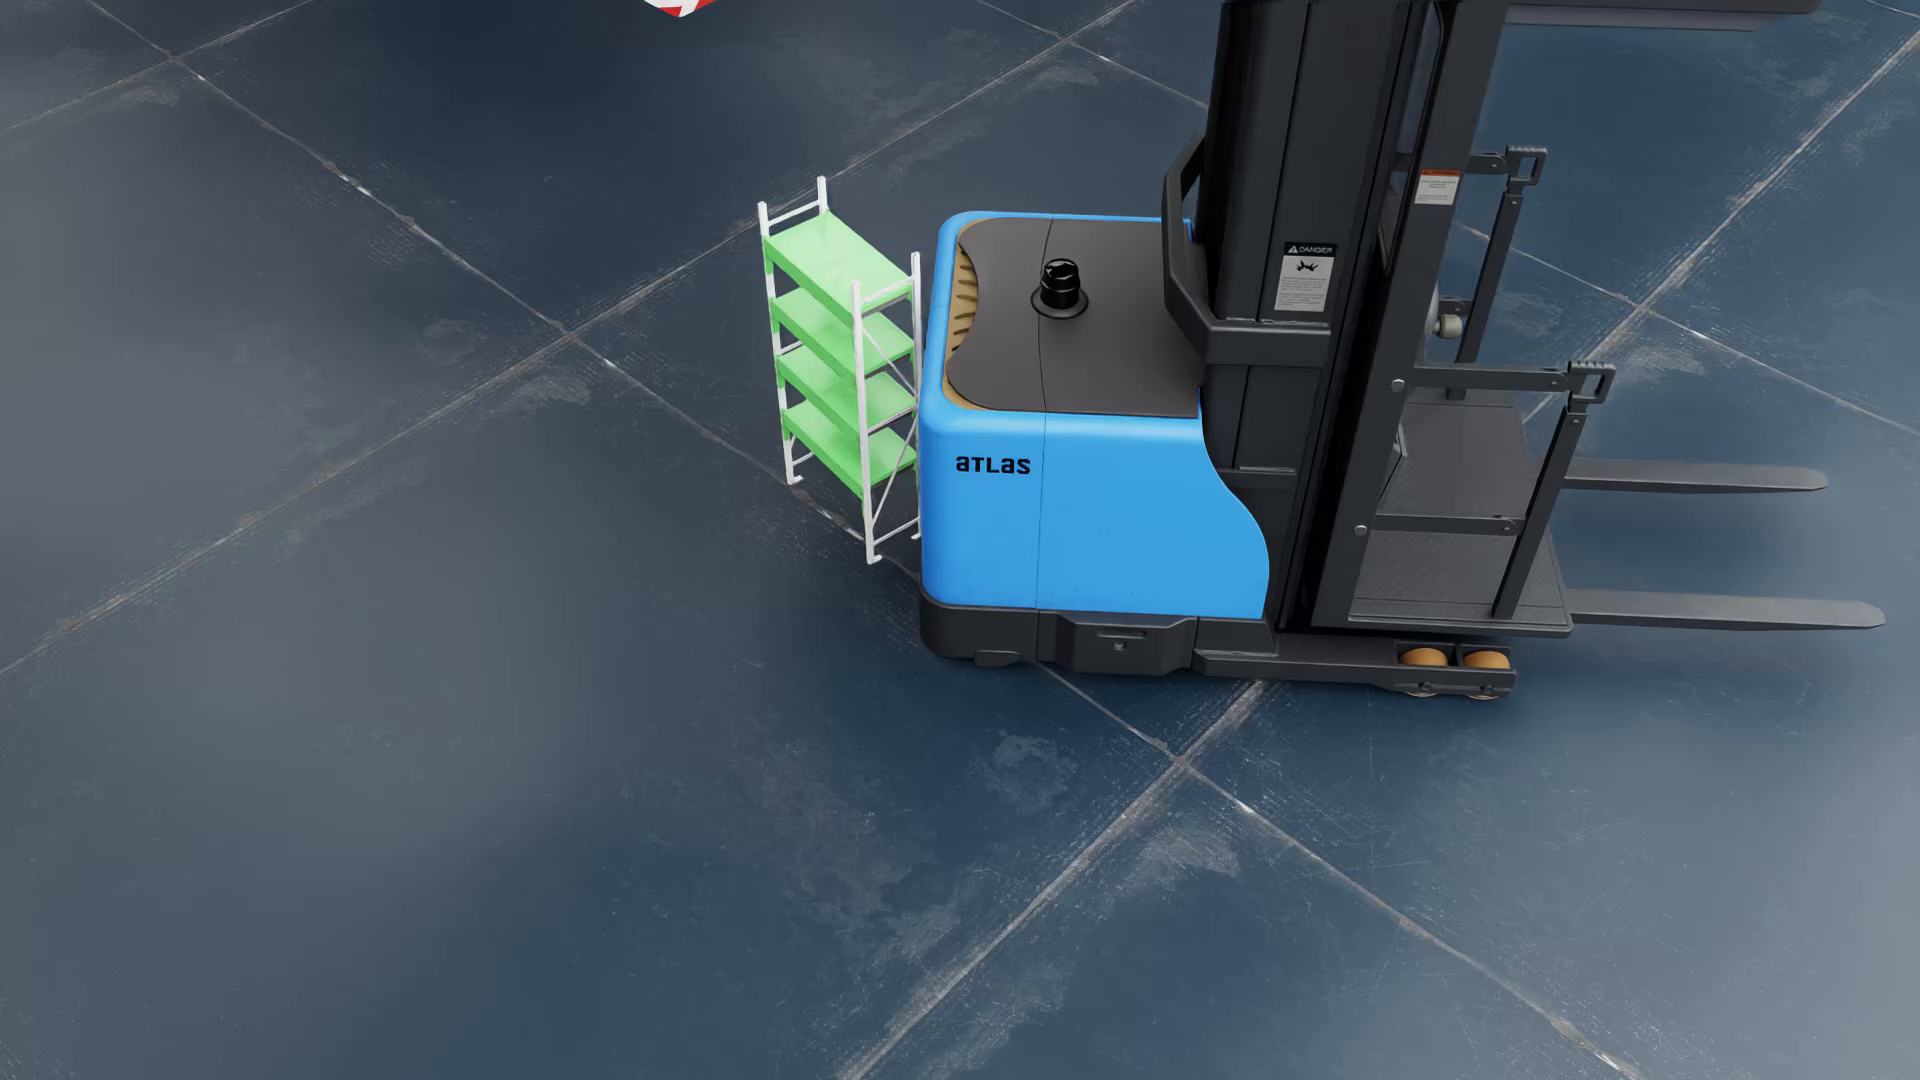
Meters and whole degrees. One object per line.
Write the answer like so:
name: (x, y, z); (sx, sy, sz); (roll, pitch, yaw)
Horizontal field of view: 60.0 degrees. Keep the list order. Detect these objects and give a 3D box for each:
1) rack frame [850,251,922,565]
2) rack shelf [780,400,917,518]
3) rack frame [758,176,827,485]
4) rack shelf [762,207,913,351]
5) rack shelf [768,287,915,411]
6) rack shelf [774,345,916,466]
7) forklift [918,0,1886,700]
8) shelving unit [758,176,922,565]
rack frame: (-0.218, -0.383, 5.286); (0.240, 1.200, 0.015); (-30, 53, -25)
rack shelf: (-0.367, -0.315, 5.640); (0.258, 0.148, 0.480); (-30, 53, -25)
rack frame: (-0.517, -0.664, 5.550); (0.240, 1.200, 0.015); (-30, 53, -25)
rack shelf: (-0.367, -0.808, 5.115); (0.258, 0.148, 0.480); (-30, 53, -25)
rack shelf: (-0.367, -0.644, 5.290); (0.258, 0.148, 0.480); (-30, 53, -25)
rack shelf: (-0.367, -0.480, 5.465); (0.258, 0.148, 0.480); (-30, 53, -25)
forklift: (1.407, -0.900, 4.585); (3.031, 2.935, 1.130); (3, 47, 2)
shelving unit: (-0.367, -0.523, 5.418); (0.258, 1.200, 0.503); (-30, 53, -25)
